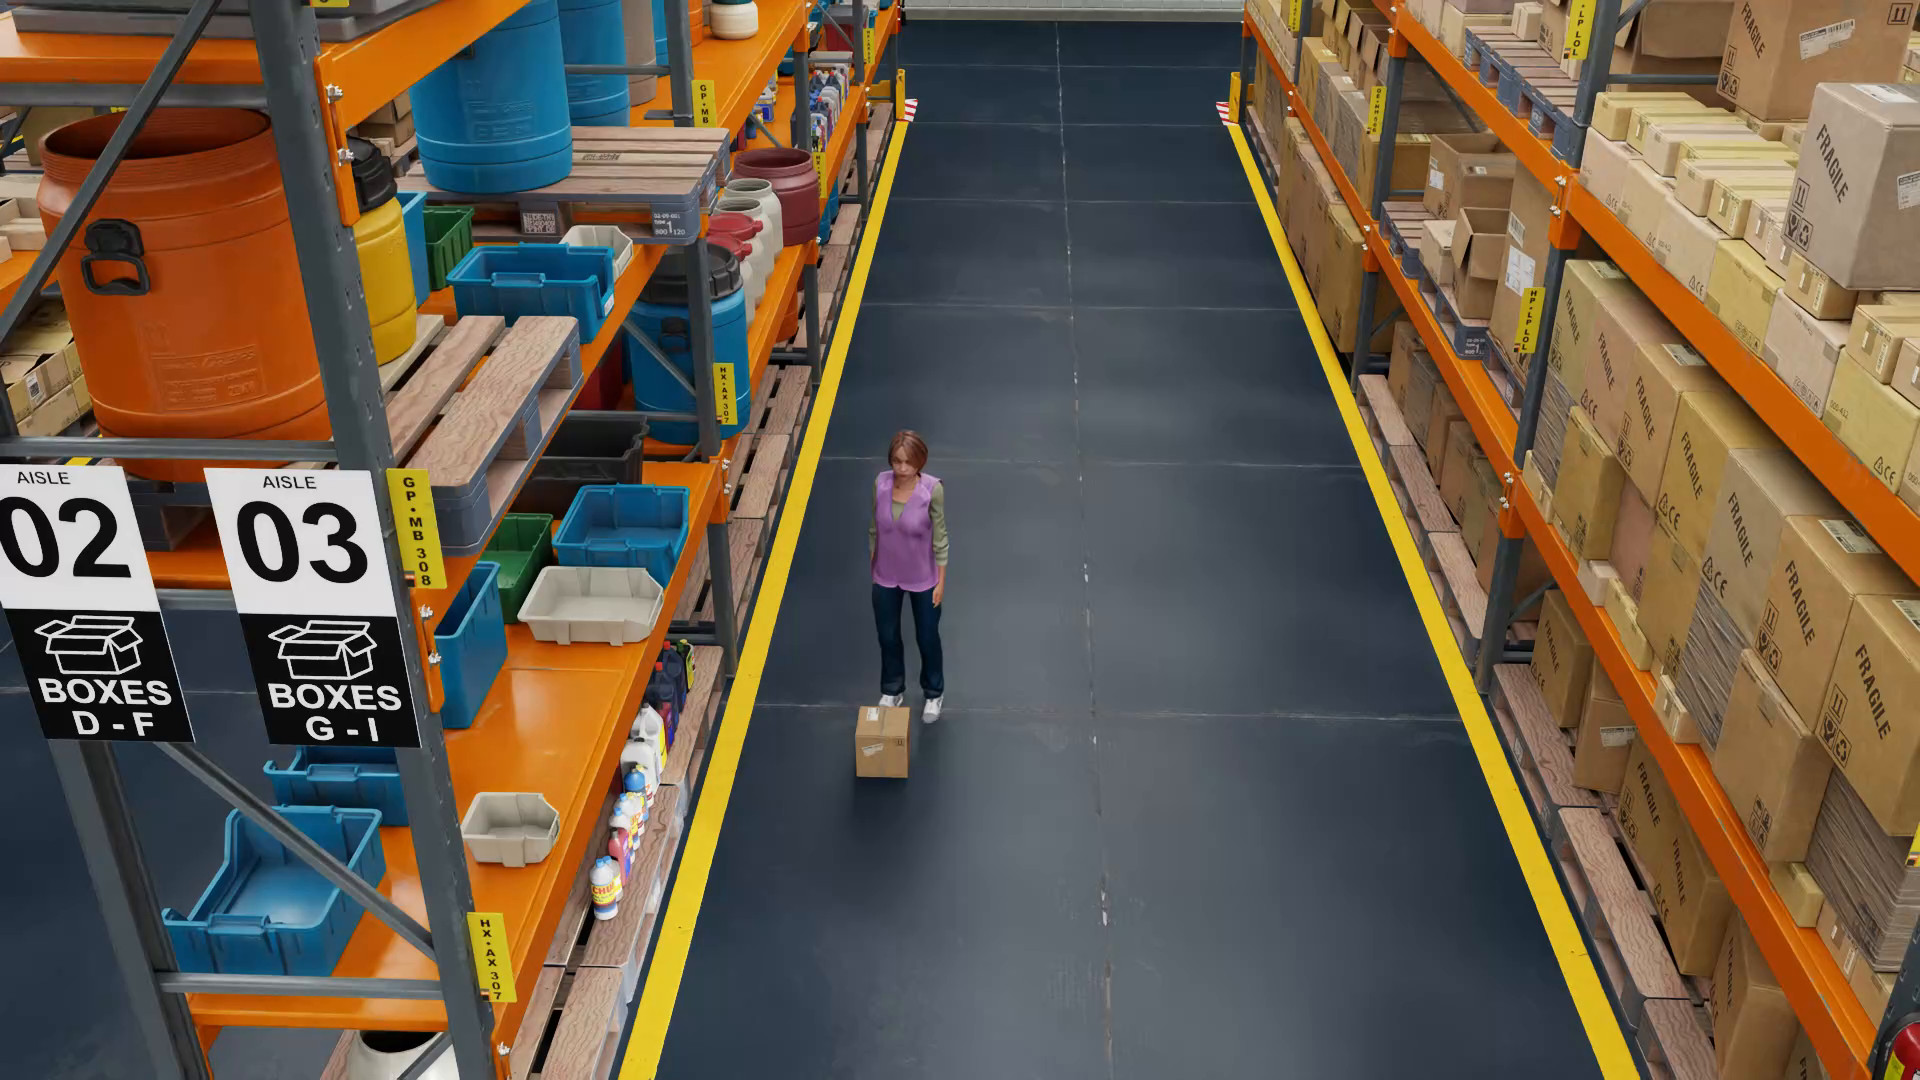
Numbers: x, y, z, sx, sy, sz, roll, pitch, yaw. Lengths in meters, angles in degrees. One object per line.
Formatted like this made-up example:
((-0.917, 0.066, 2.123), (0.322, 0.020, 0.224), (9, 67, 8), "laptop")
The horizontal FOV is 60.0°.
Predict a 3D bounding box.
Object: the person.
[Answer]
((-0.251, 0.206, 8.282), (0.406, 1.626, 0.321), (8, 29, 14), "person")
